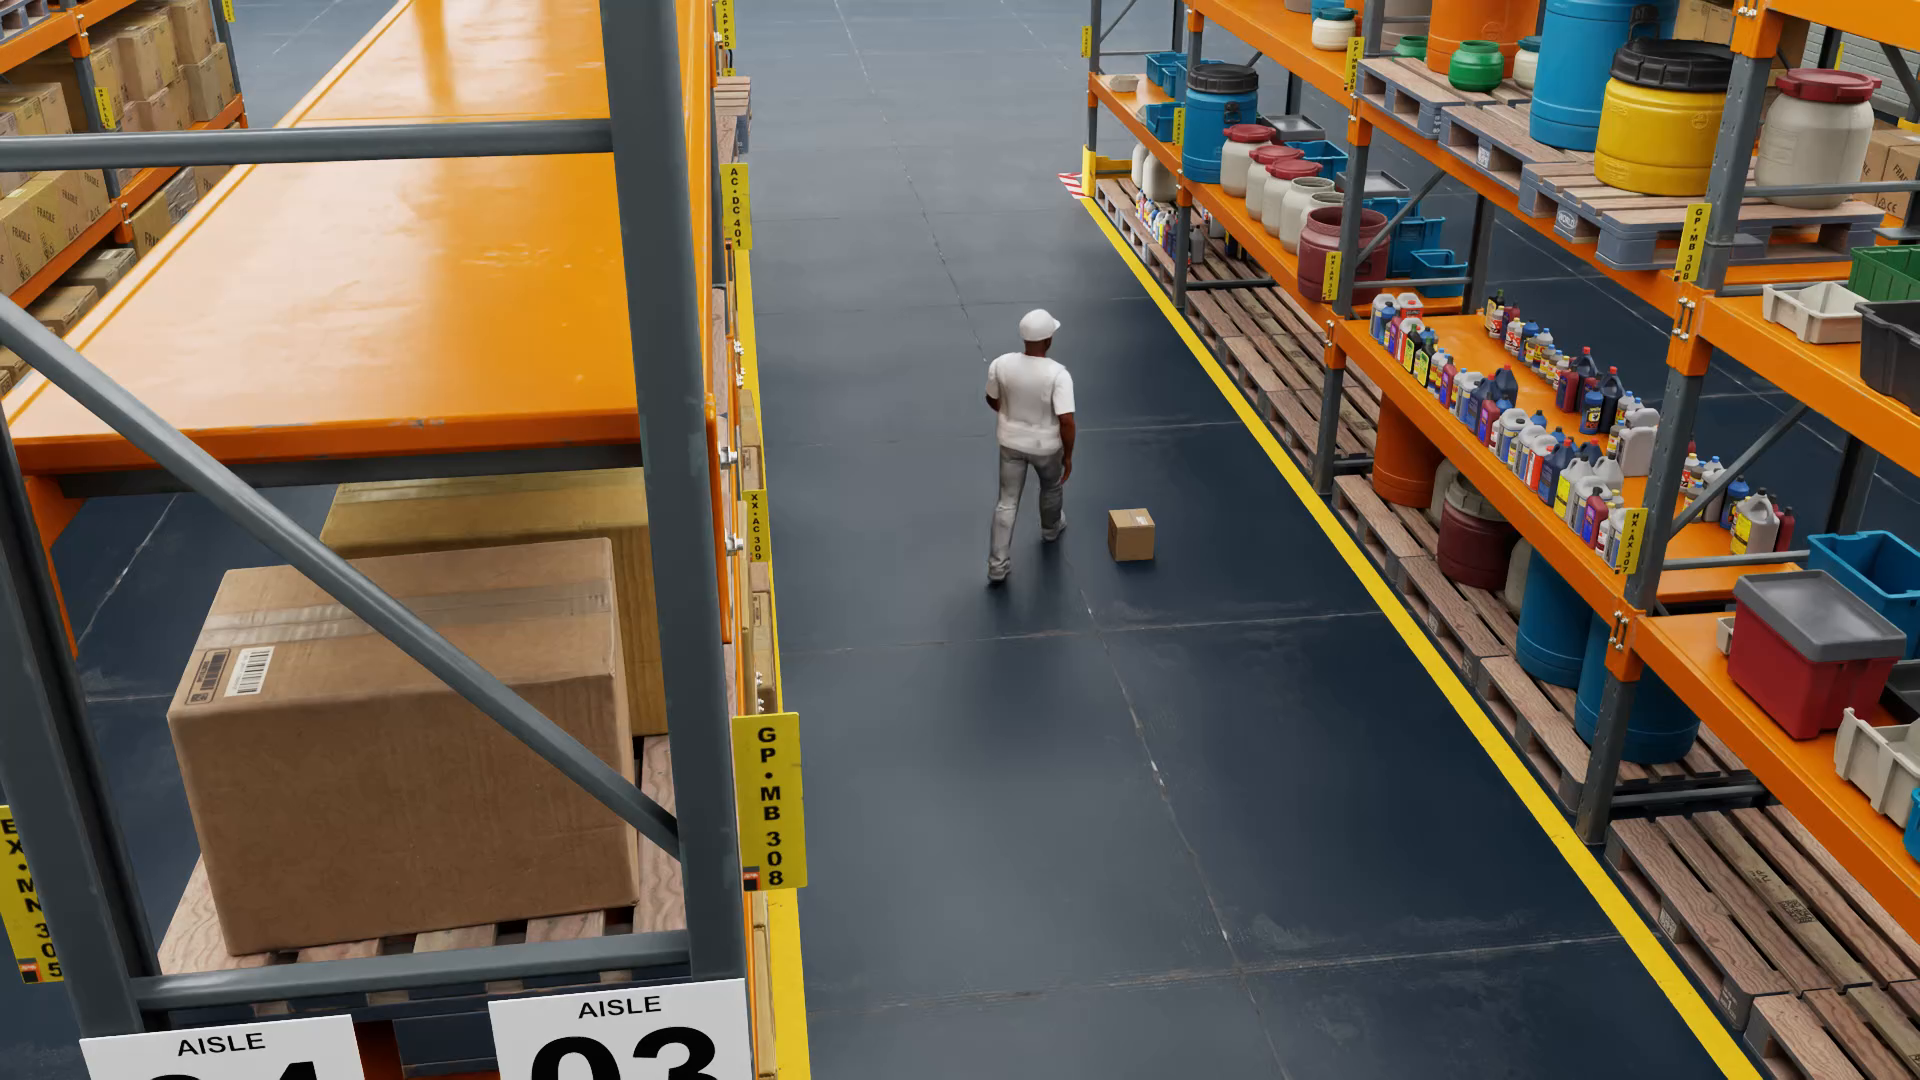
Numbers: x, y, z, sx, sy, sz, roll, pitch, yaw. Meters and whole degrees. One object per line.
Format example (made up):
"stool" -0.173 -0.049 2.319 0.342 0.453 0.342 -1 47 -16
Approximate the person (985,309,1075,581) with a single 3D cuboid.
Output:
"person" 0.476 -0.660 10.412 0.624 1.711 1.060 8 28 16
